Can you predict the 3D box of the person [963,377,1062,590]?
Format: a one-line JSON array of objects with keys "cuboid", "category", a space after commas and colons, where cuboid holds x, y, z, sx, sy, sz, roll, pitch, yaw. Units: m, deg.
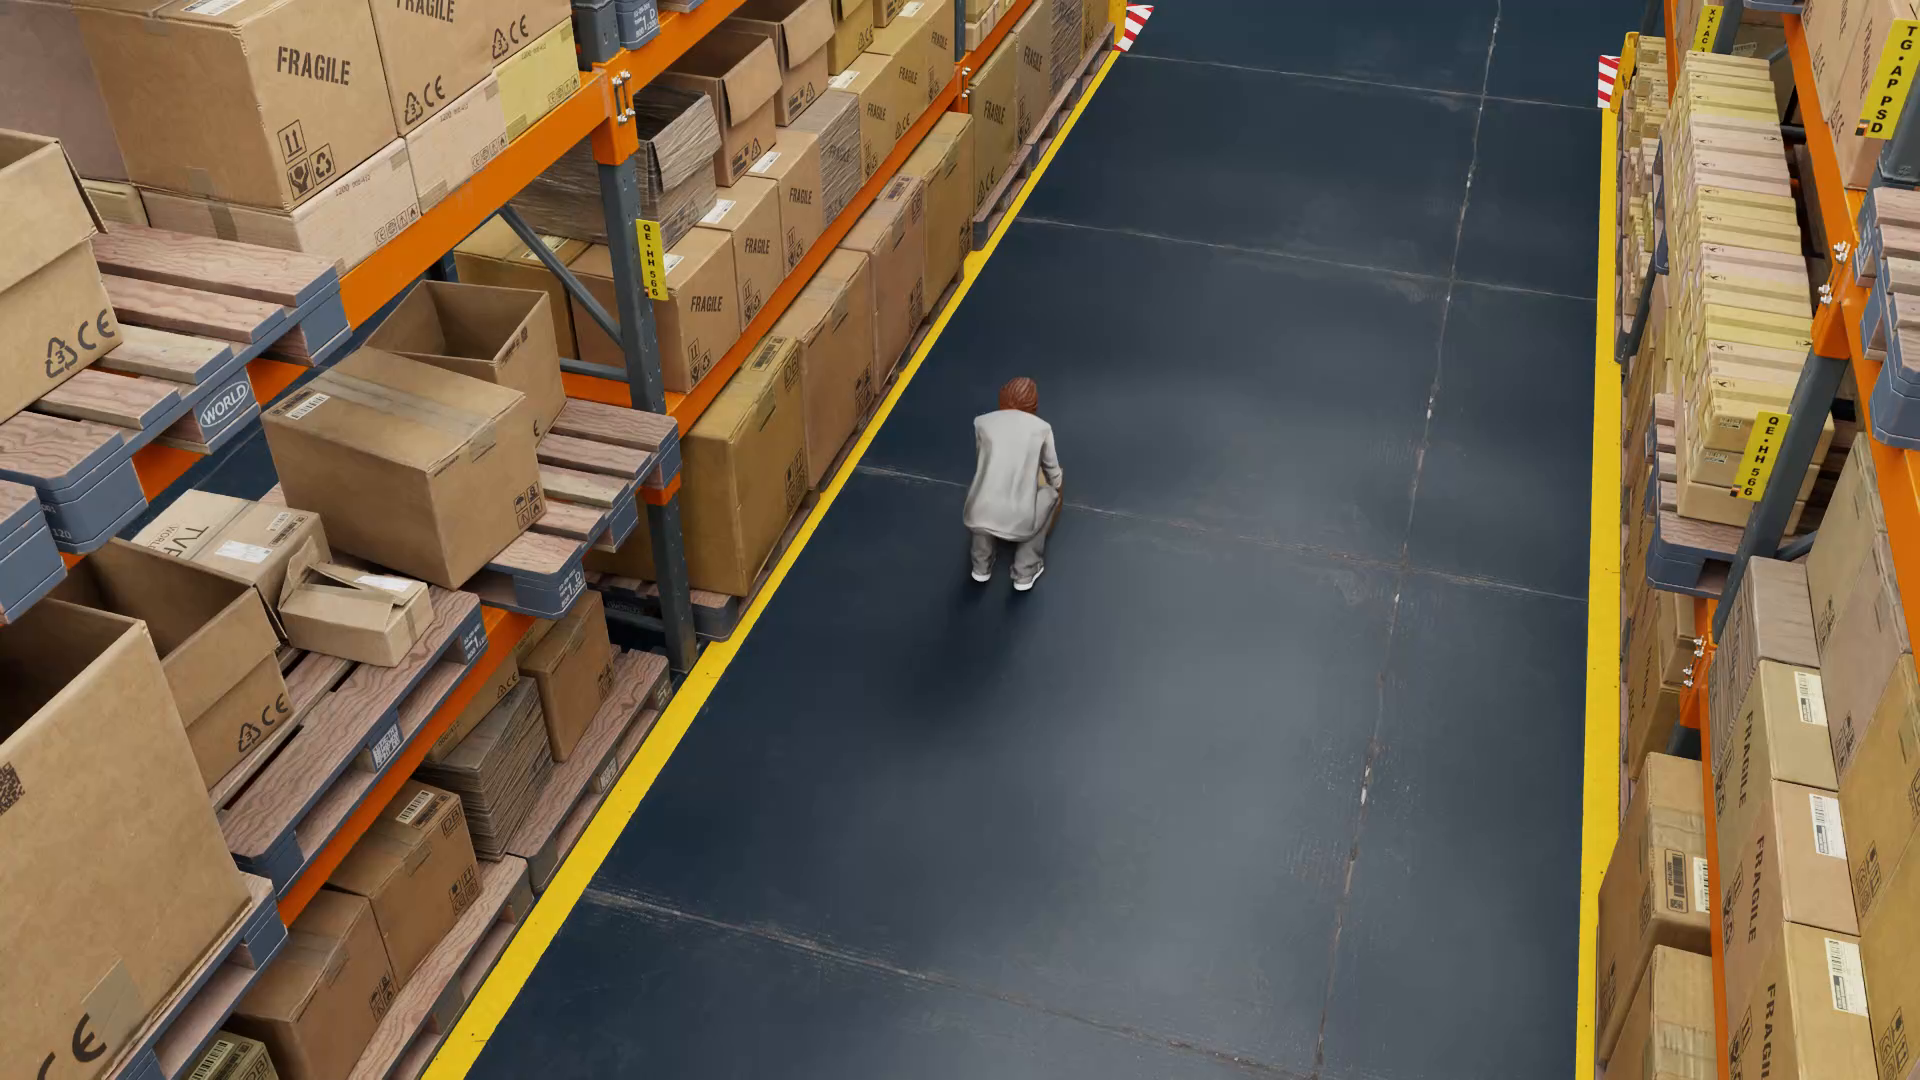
[{"cuboid": [0.238, -0.240, 7.842, 0.442, 0.829, 0.804, 11, 39, 14], "category": "person"}]
